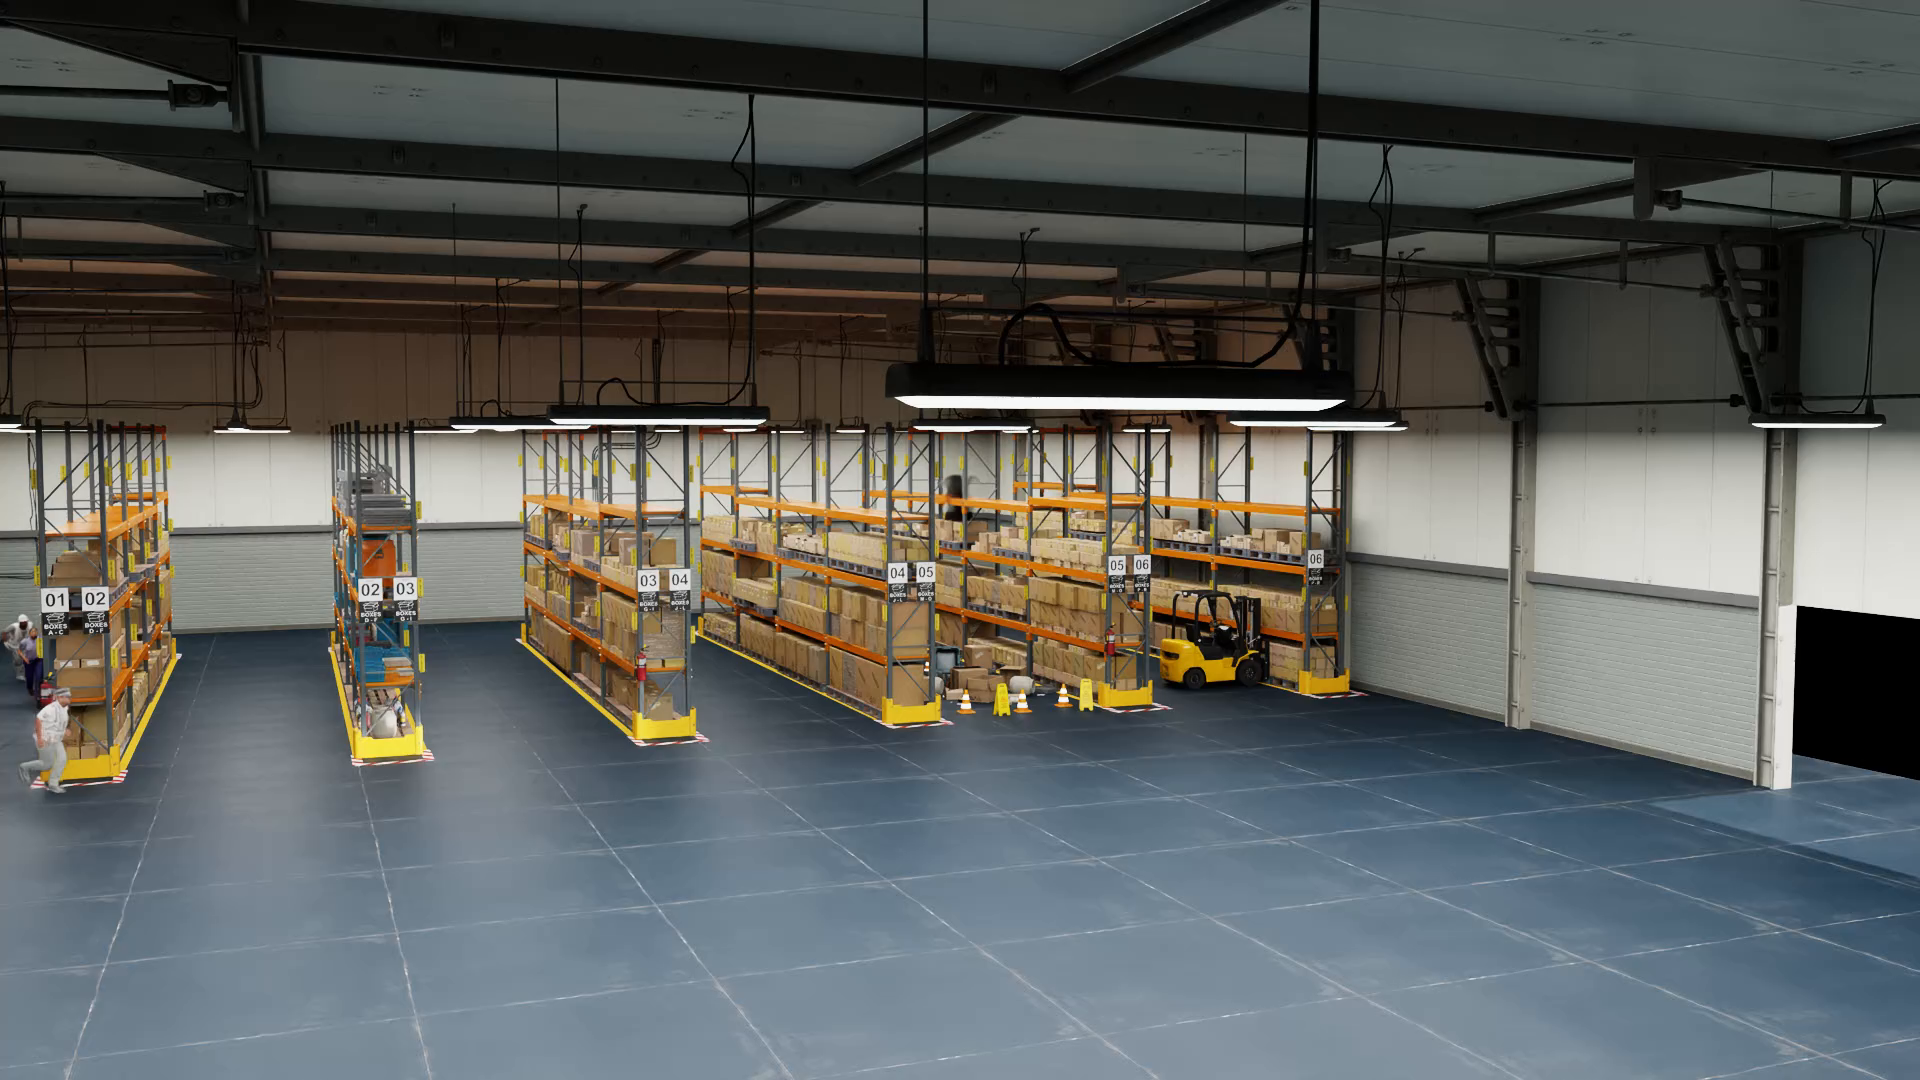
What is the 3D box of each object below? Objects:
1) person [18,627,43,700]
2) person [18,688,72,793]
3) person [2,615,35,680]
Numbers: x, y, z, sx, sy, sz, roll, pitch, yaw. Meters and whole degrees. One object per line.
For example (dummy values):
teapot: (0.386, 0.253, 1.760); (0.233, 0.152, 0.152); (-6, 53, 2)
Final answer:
person: (-20.178, 2.685, 36.226); (0.606, 1.582, 0.639); (-2, 4, -32)
person: (-14.686, 3.228, 26.776); (0.795, 1.715, 0.666); (0, 4, -2)
person: (-22.048, 2.508, 38.956); (0.705, 1.576, 0.961); (-3, 5, -43)
